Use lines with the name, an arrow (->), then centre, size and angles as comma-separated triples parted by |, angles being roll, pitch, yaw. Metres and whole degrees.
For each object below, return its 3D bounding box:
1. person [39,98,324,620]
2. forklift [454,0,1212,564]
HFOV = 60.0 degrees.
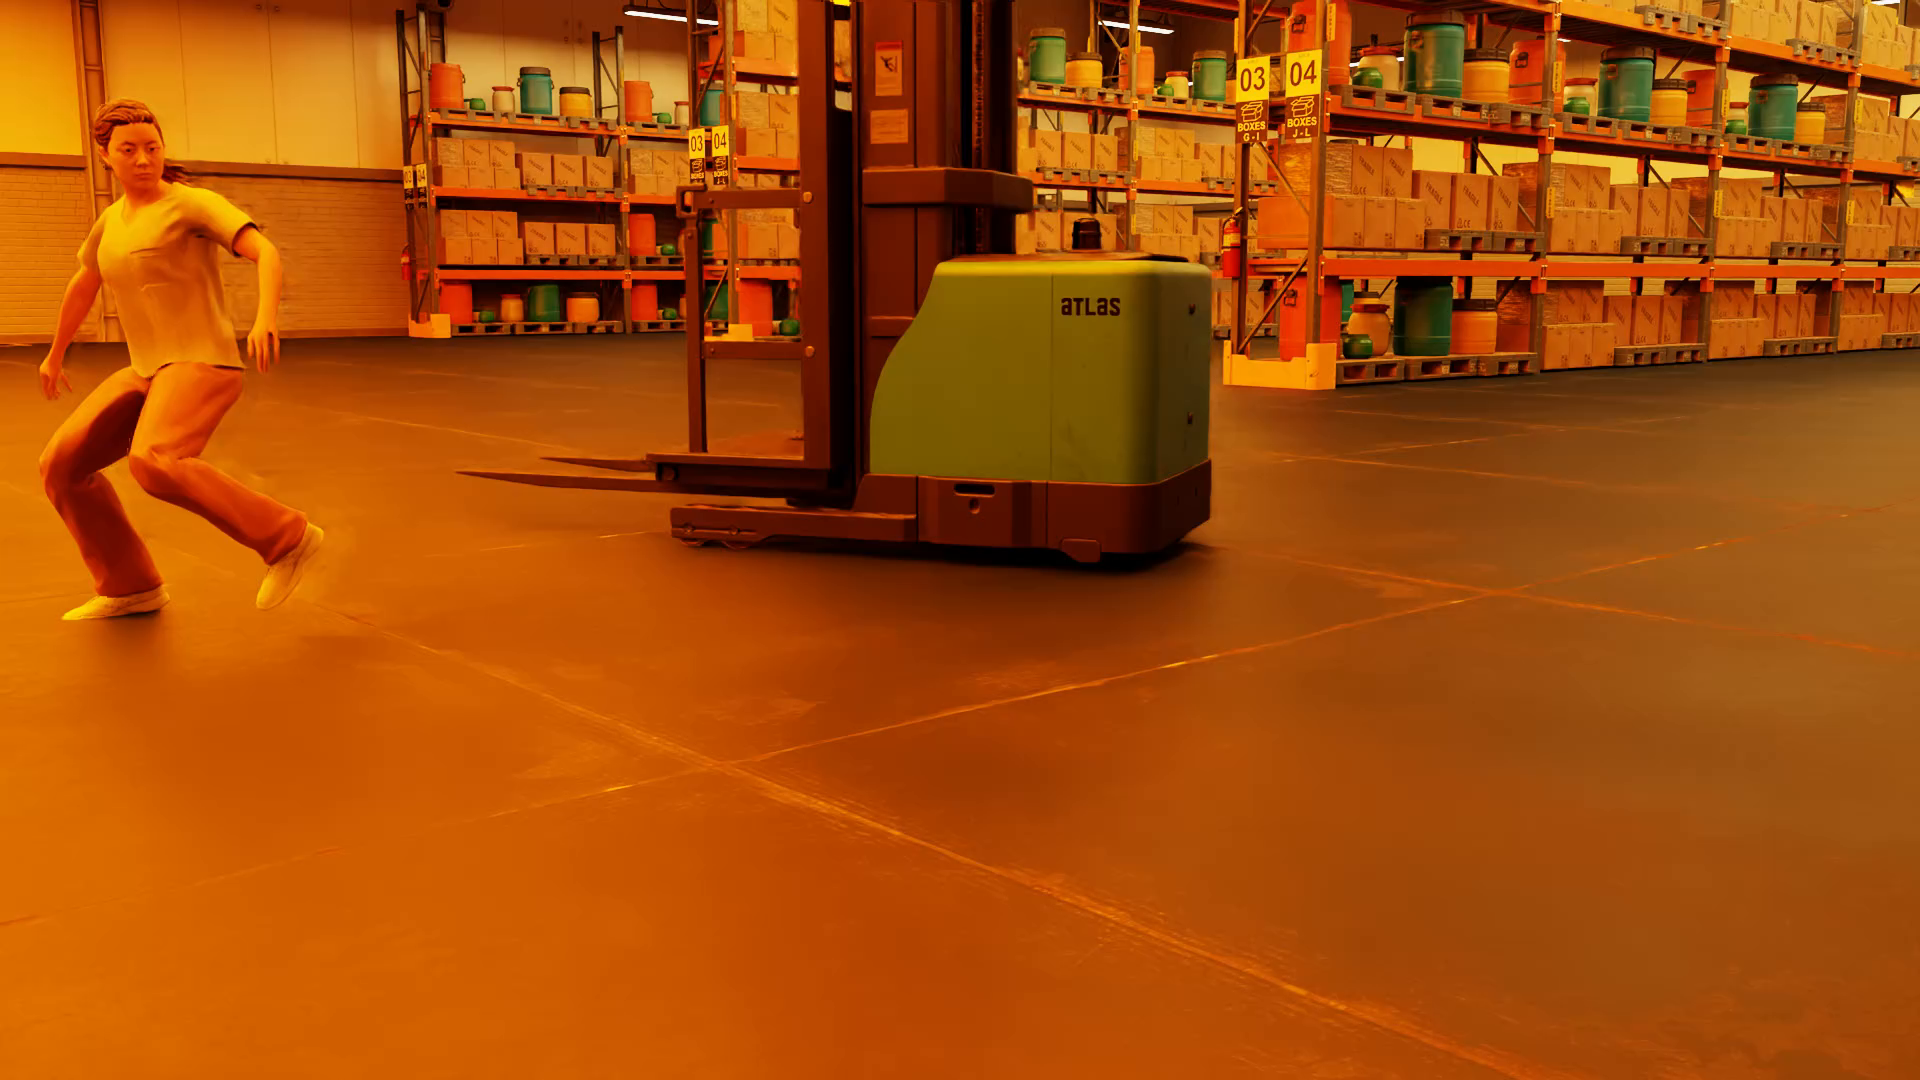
person -> -2.377, -0.501, 4.904 | 0.972, 1.558, 0.502 | 5, 10, 31
forklift -> -0.575, -1.481, 6.525 | 3.031, 2.935, 1.130 | 3, 9, 20
